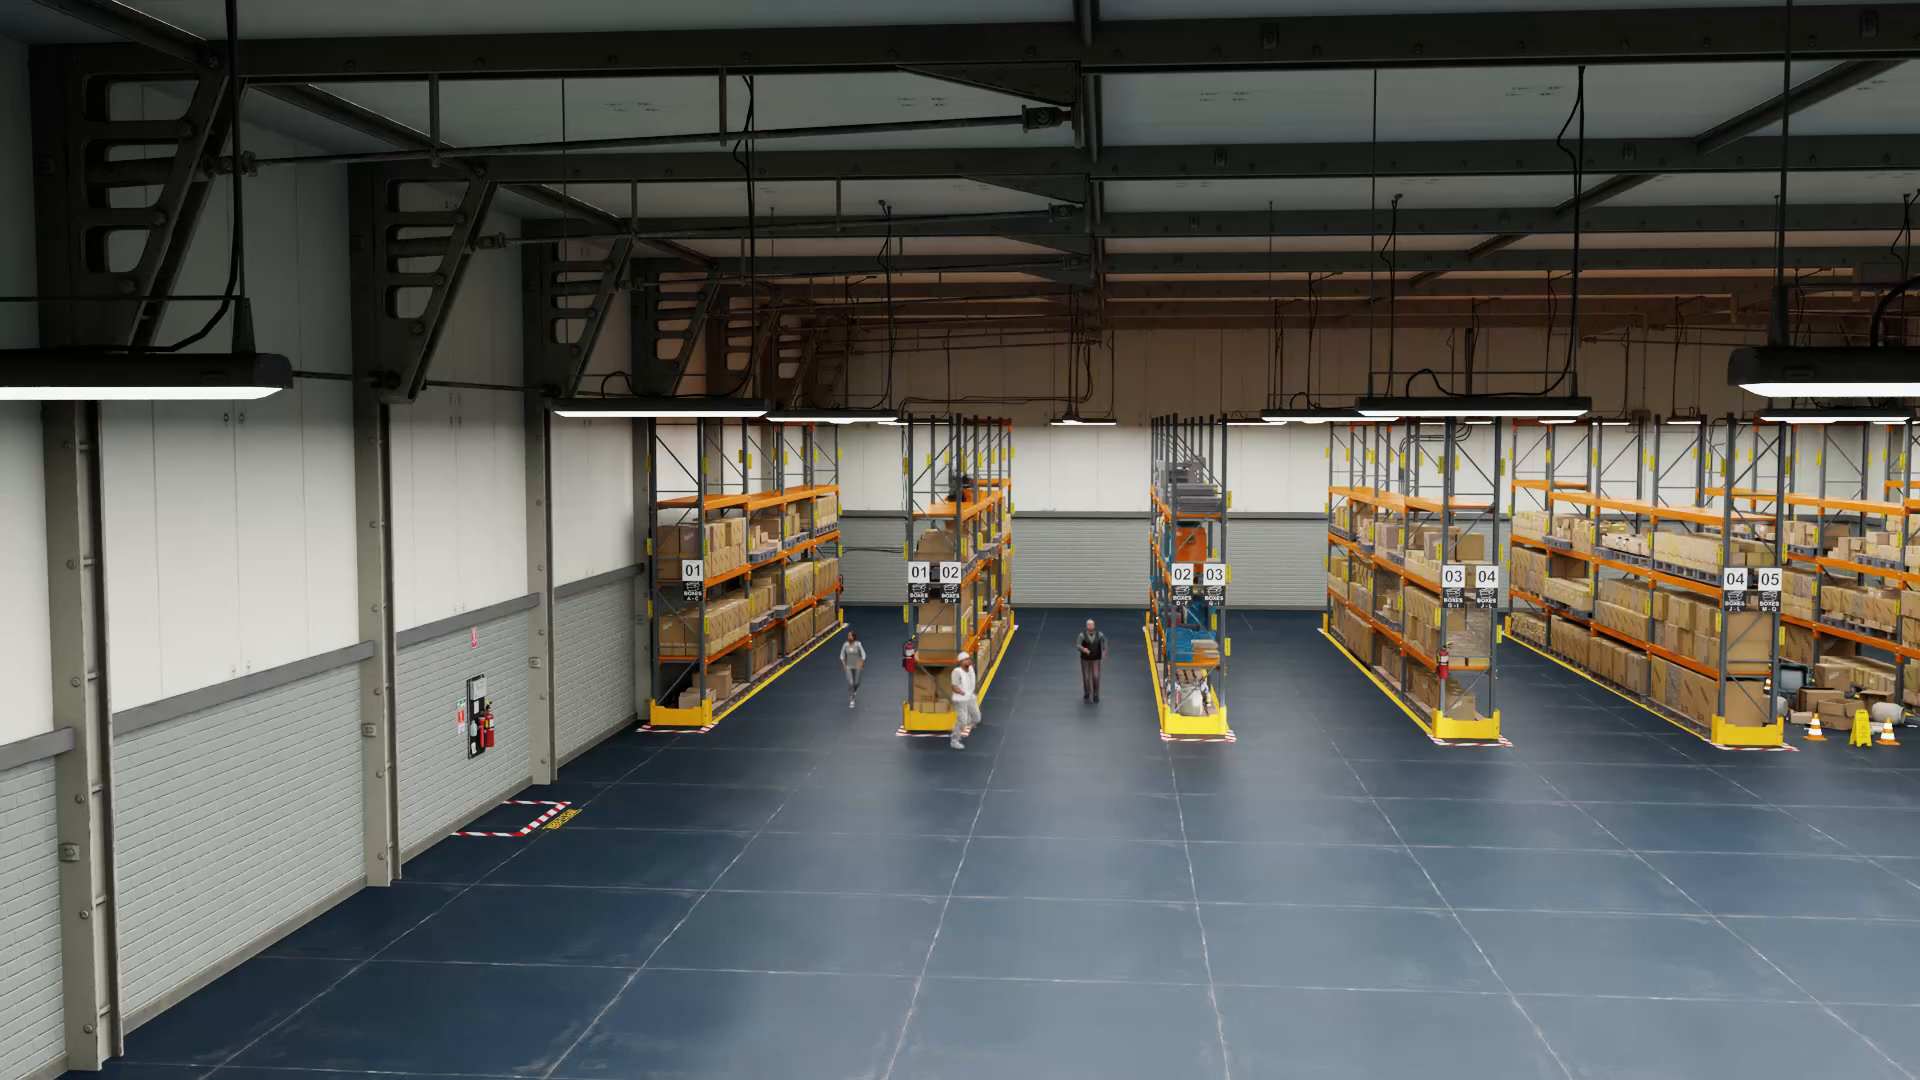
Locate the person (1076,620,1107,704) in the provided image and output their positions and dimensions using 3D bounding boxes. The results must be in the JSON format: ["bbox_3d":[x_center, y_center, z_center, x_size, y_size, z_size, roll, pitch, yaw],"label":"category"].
[{"bbox_3d":[2.742,2.549,34.674,0.671,1.783,0.733,0,4,2],"label":"person"}]

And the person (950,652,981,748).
[{"bbox_3d":[0.120,2.856,29.688,0.652,1.732,0.723,3,5,38],"label":"person"}]

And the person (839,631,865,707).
[{"bbox_3d":[-2.214,2.644,34.261,0.536,1.568,0.506,0,4,0],"label":"person"}]
